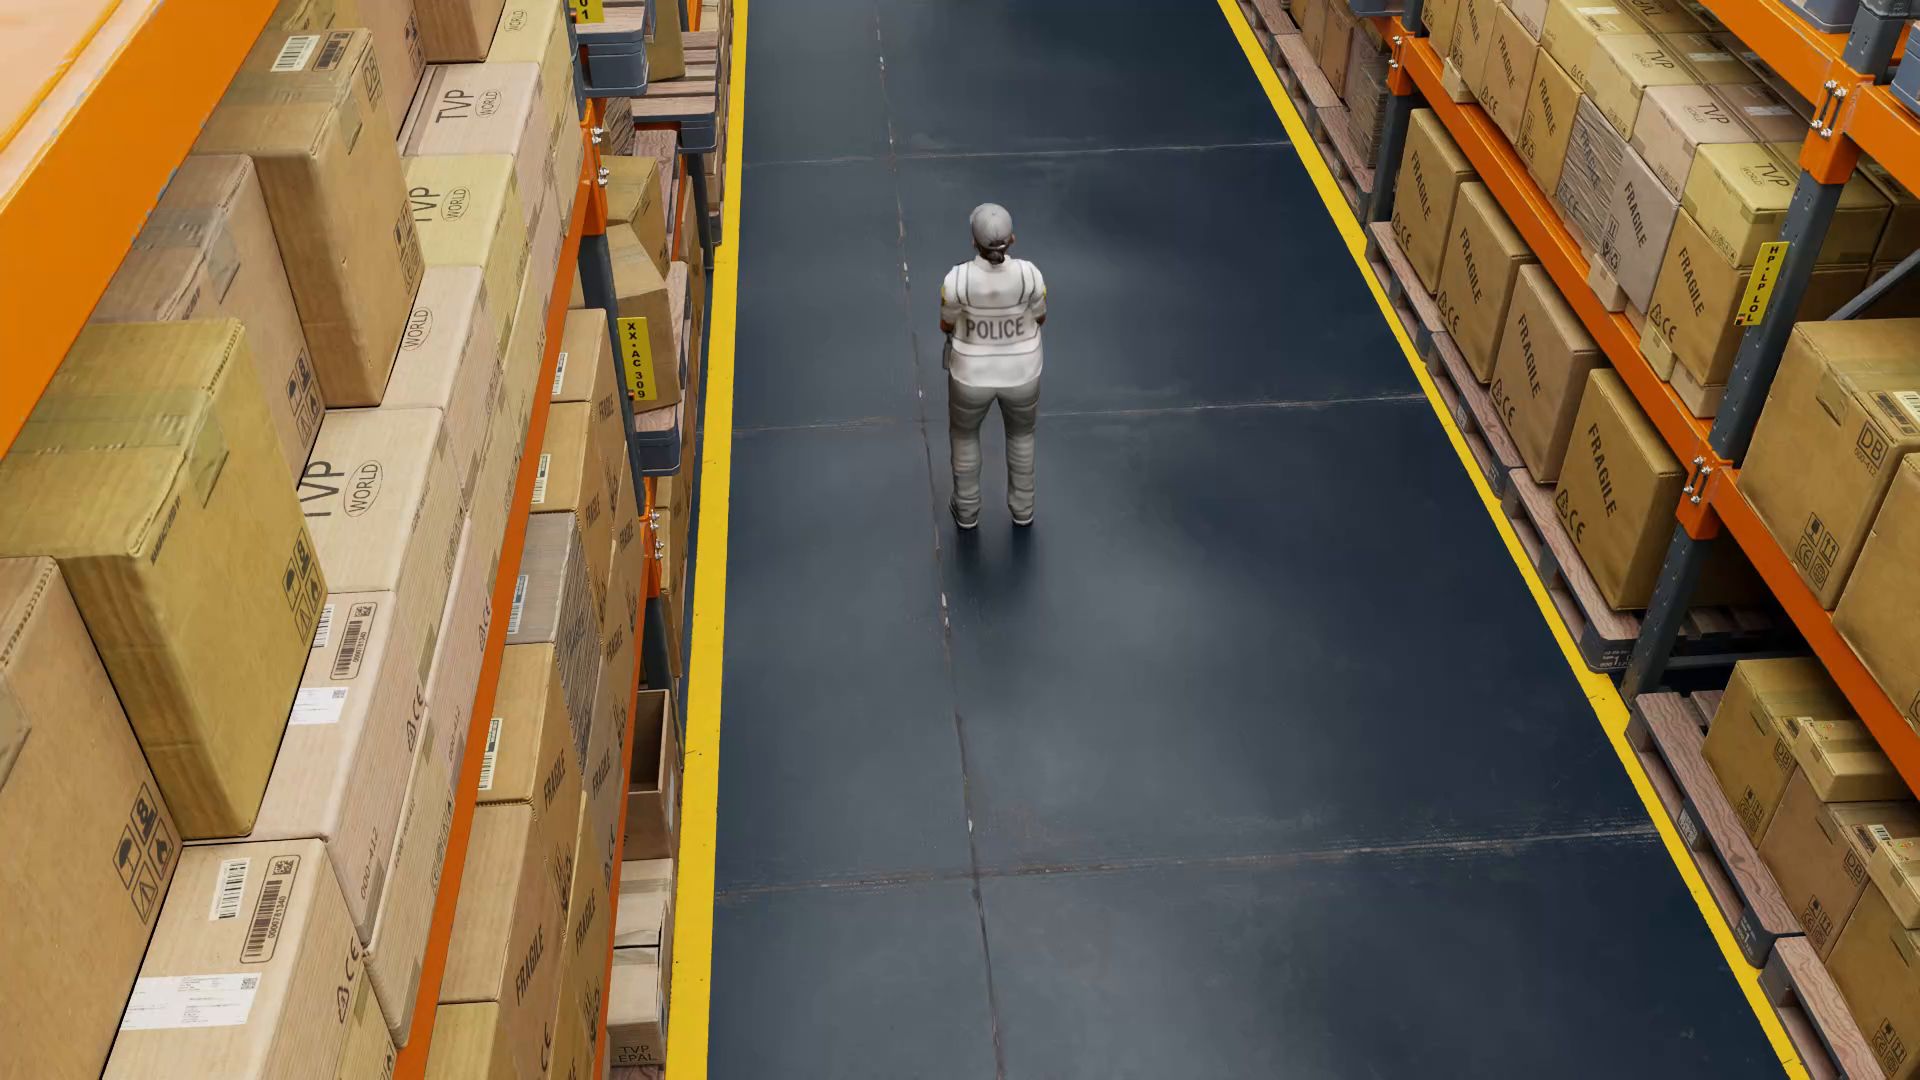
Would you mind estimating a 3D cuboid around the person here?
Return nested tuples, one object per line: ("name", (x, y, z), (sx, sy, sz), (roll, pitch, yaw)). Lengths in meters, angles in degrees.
("person", (0.124, -0.808, 7.505), (0.531, 1.601, 0.463), (-5, 40, -6))
